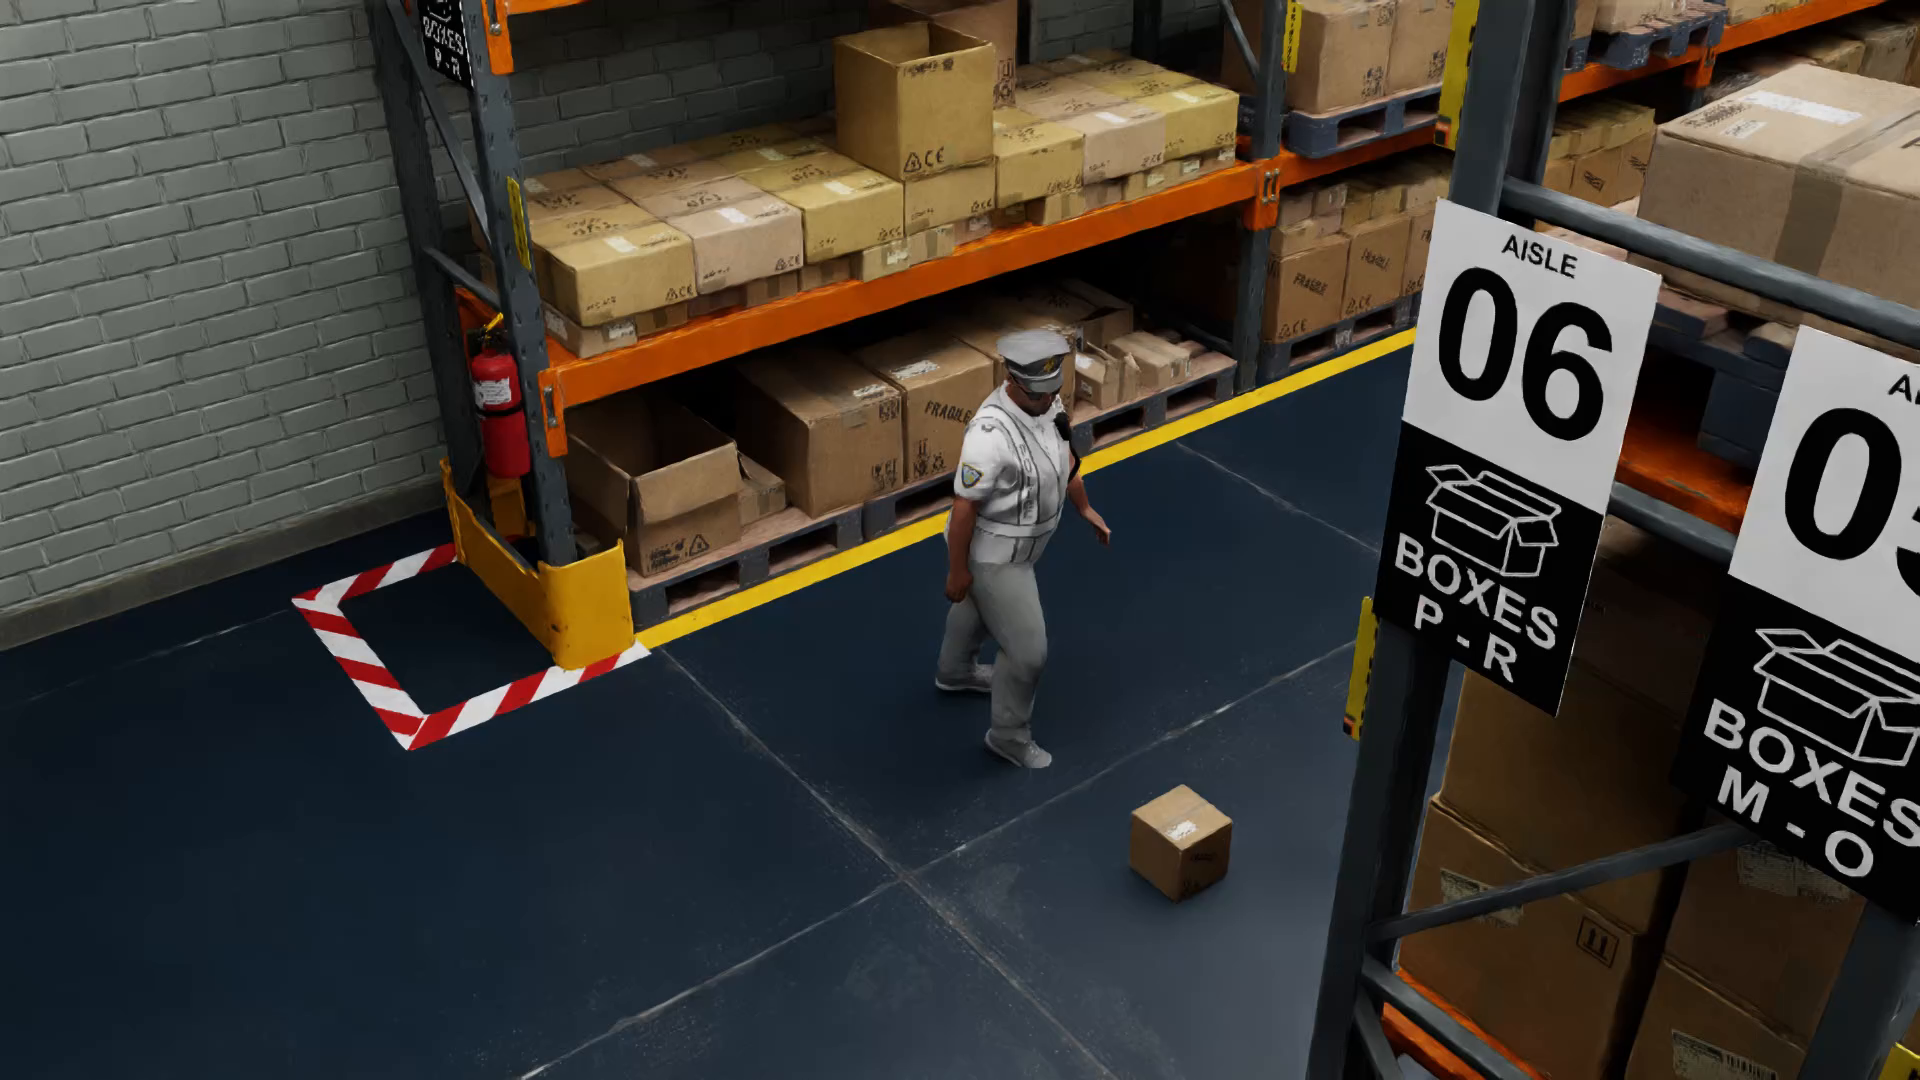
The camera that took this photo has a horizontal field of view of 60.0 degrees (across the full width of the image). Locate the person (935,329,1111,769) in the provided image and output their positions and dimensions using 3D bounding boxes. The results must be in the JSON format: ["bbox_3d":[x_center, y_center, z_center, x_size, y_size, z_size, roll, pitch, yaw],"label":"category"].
[{"bbox_3d":[0.182,0.028,6.171,0.681,1.793,0.583,9,33,15],"label":"person"}]
